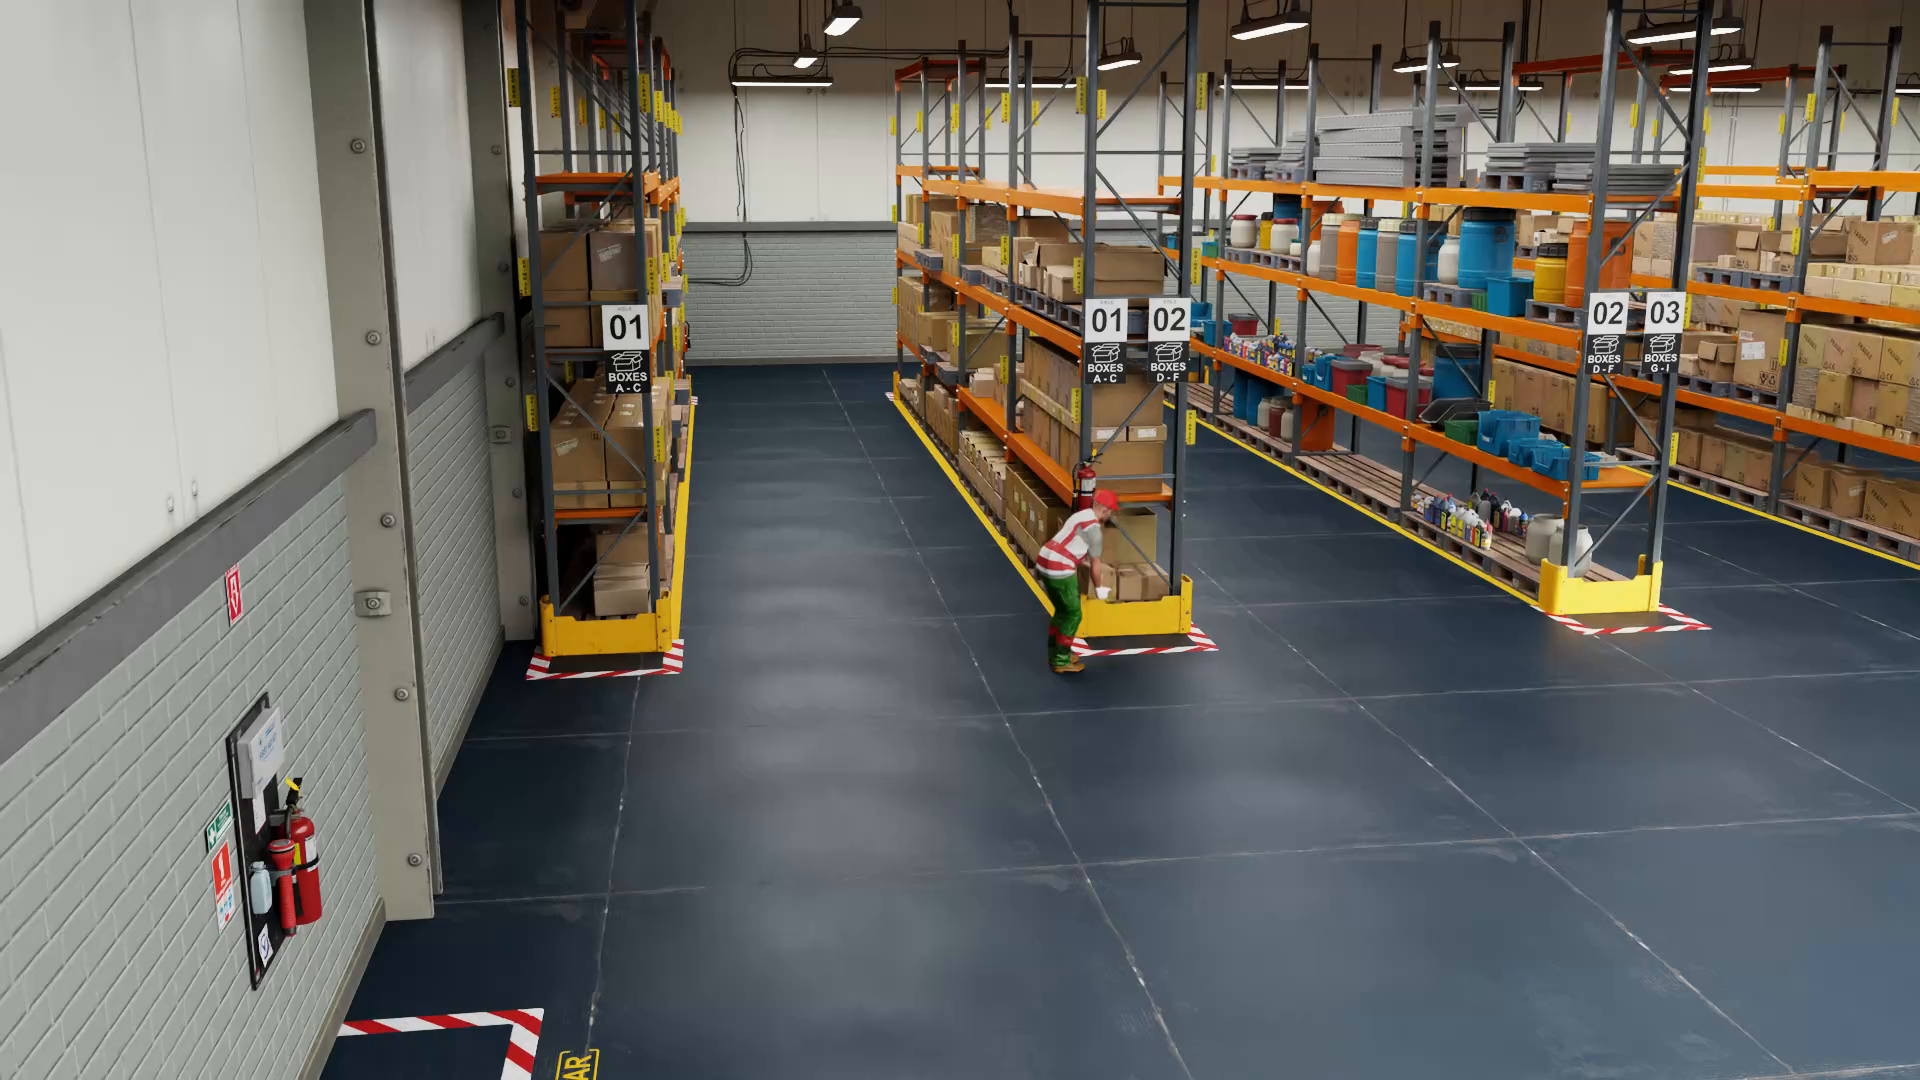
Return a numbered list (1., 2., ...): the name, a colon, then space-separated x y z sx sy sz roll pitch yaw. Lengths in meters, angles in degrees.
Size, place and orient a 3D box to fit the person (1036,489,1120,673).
1. person: 1.066 0.350 14.827 0.773 1.600 0.472 -5 14 -21
